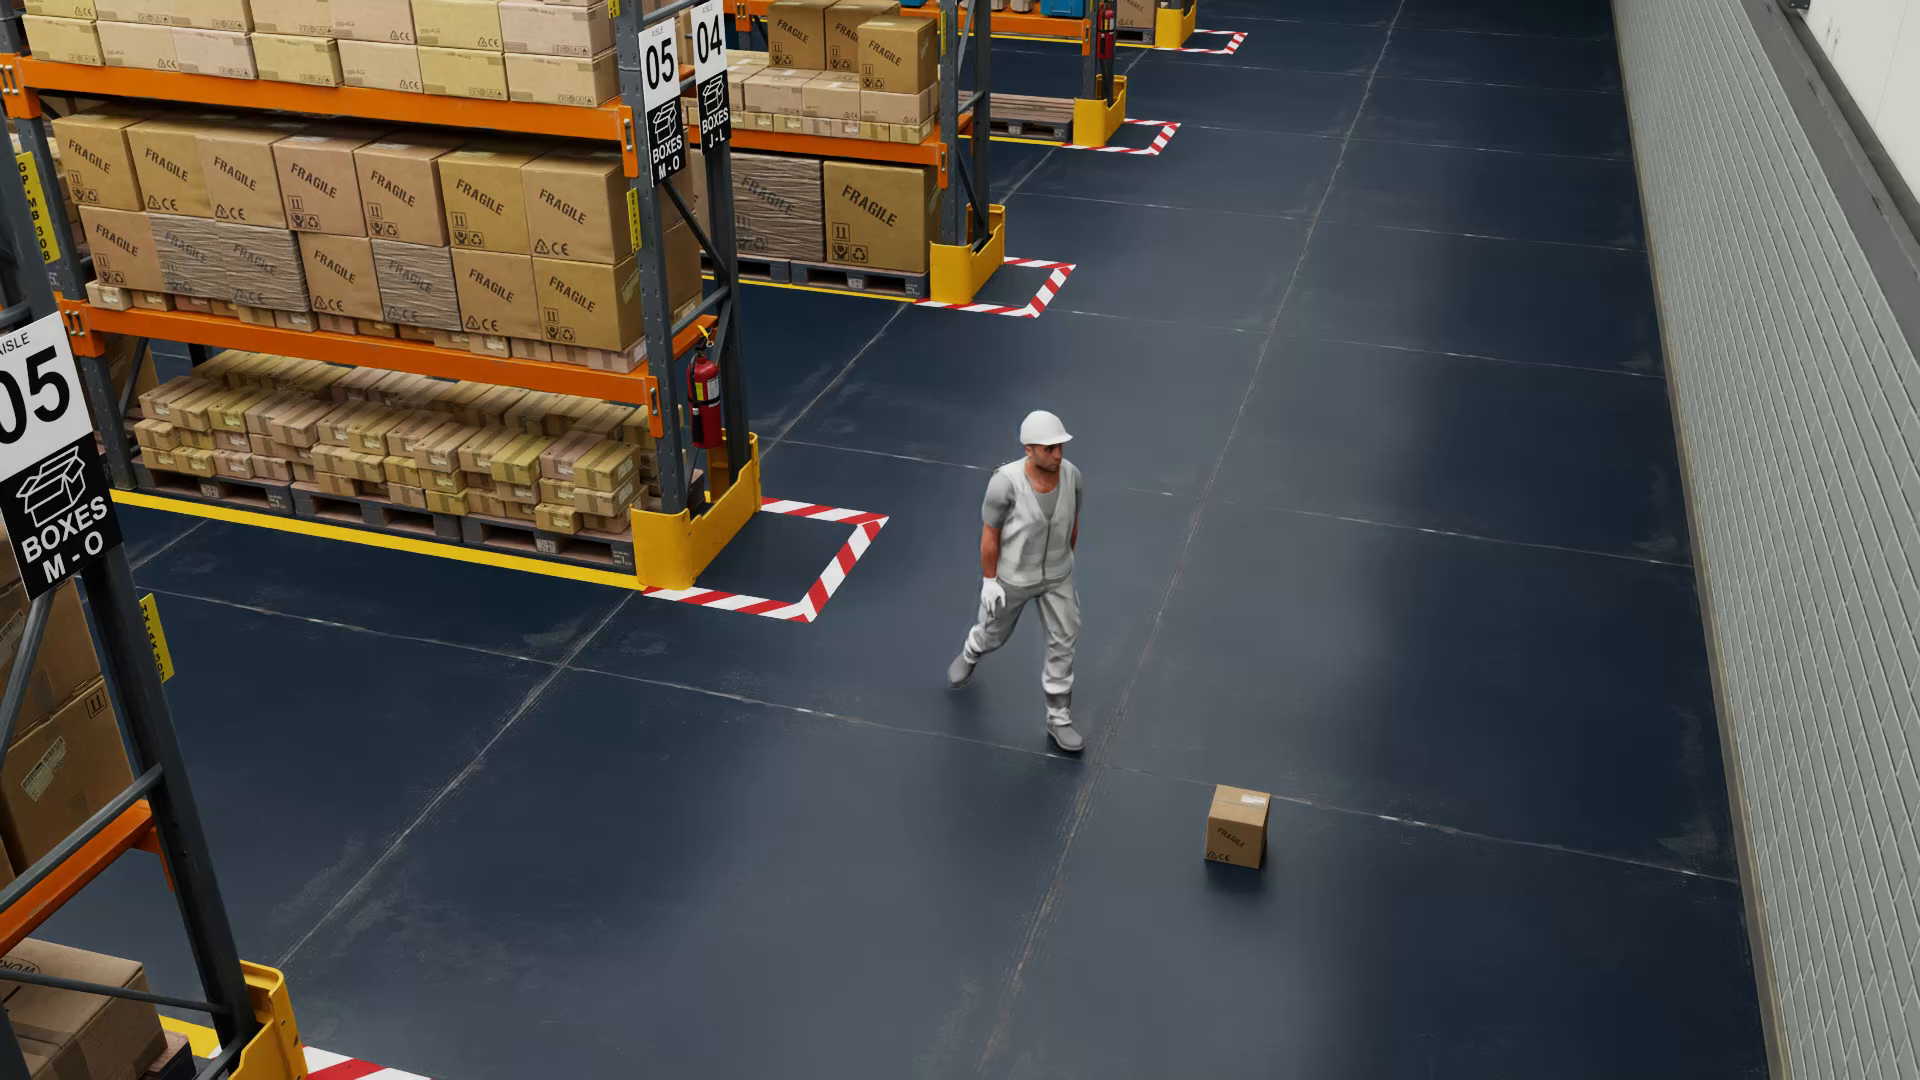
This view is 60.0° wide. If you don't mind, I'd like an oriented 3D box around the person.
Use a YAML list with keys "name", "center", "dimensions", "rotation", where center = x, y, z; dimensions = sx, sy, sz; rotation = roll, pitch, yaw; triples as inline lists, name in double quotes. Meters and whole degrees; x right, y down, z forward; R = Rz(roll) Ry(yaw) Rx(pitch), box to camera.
- name: "person"
  center: [0.309, 0.139, 8.224]
  dimensions: [0.578, 1.780, 0.904]
  rotation: [-10, 31, -18]
